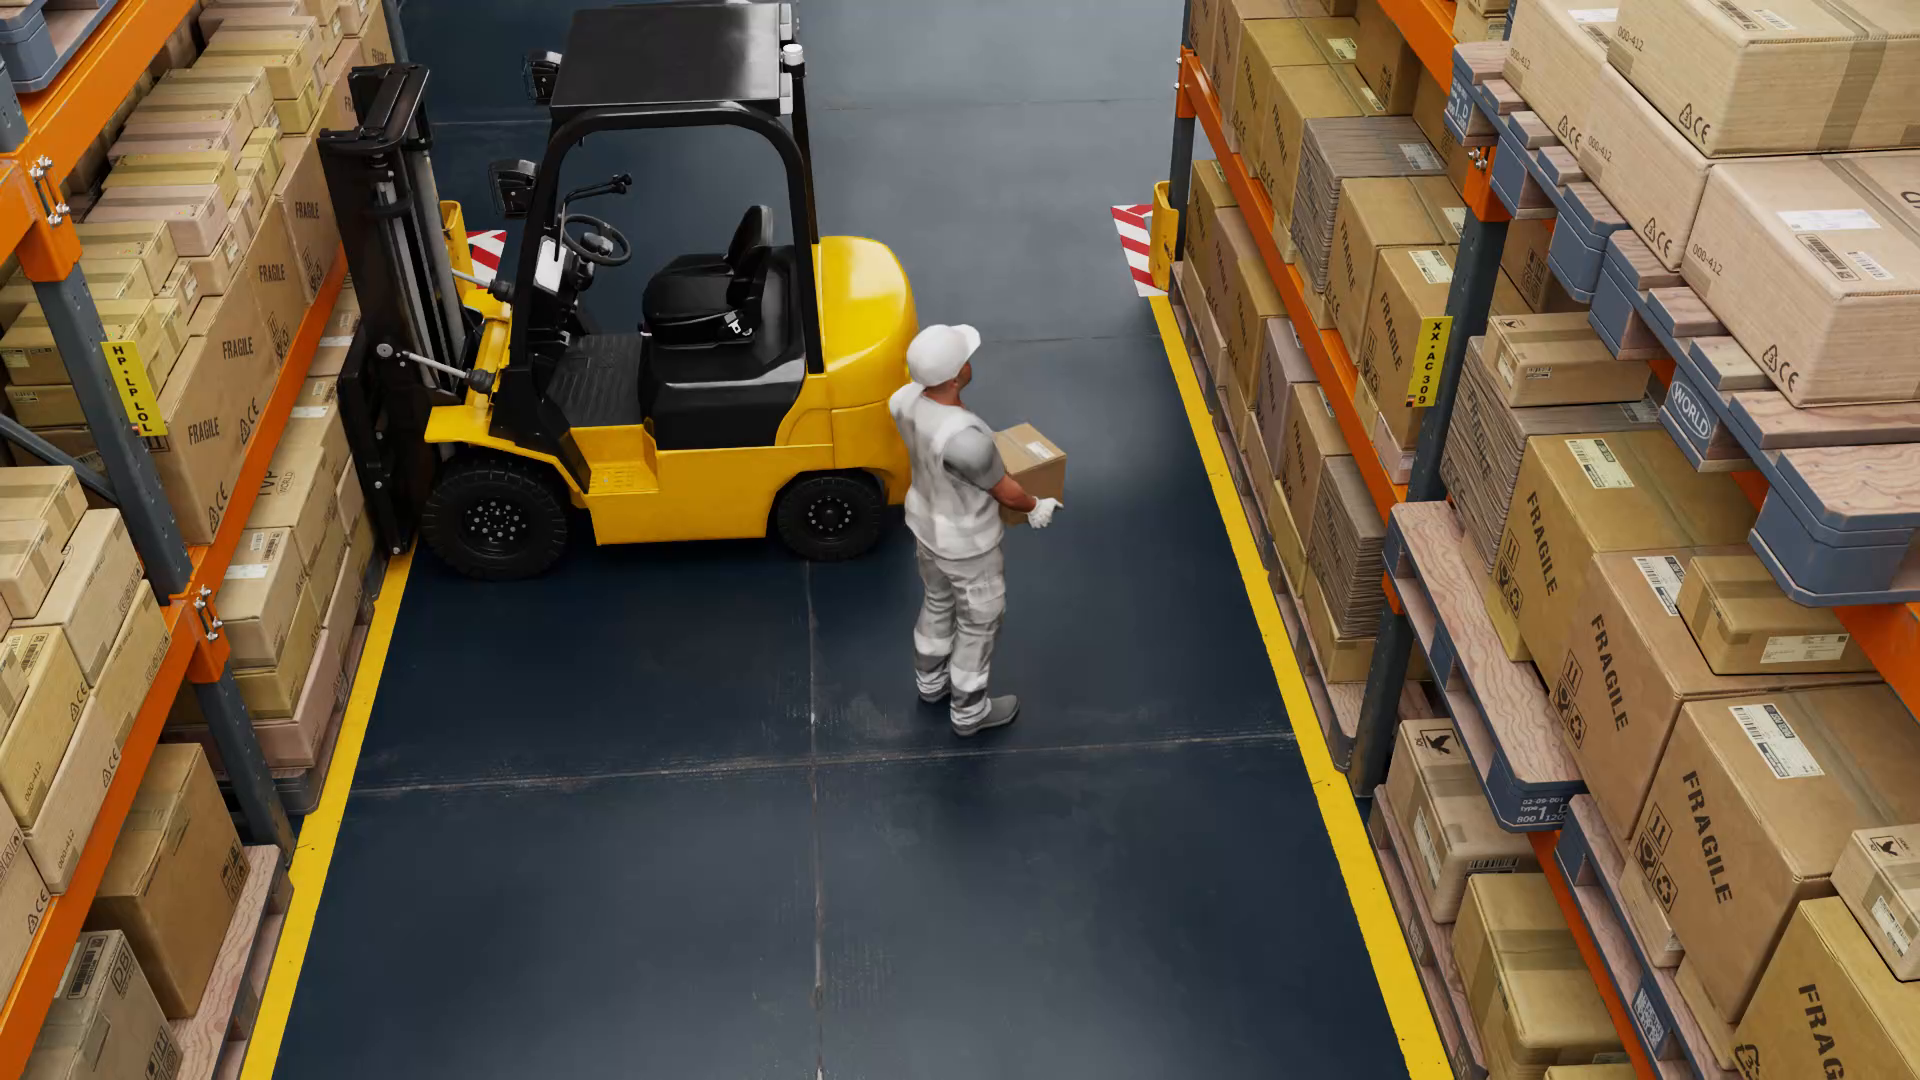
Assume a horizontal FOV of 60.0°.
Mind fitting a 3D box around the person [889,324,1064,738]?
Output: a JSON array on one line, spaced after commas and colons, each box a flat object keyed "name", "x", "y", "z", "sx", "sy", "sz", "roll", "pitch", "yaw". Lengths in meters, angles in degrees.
[{"name": "person", "x": 0.068, "y": -0.067, "z": 6.218, "sx": 0.560, "sy": 1.788, "sz": 0.502, "roll": -21, "pitch": 43, "yaw": -24}]
